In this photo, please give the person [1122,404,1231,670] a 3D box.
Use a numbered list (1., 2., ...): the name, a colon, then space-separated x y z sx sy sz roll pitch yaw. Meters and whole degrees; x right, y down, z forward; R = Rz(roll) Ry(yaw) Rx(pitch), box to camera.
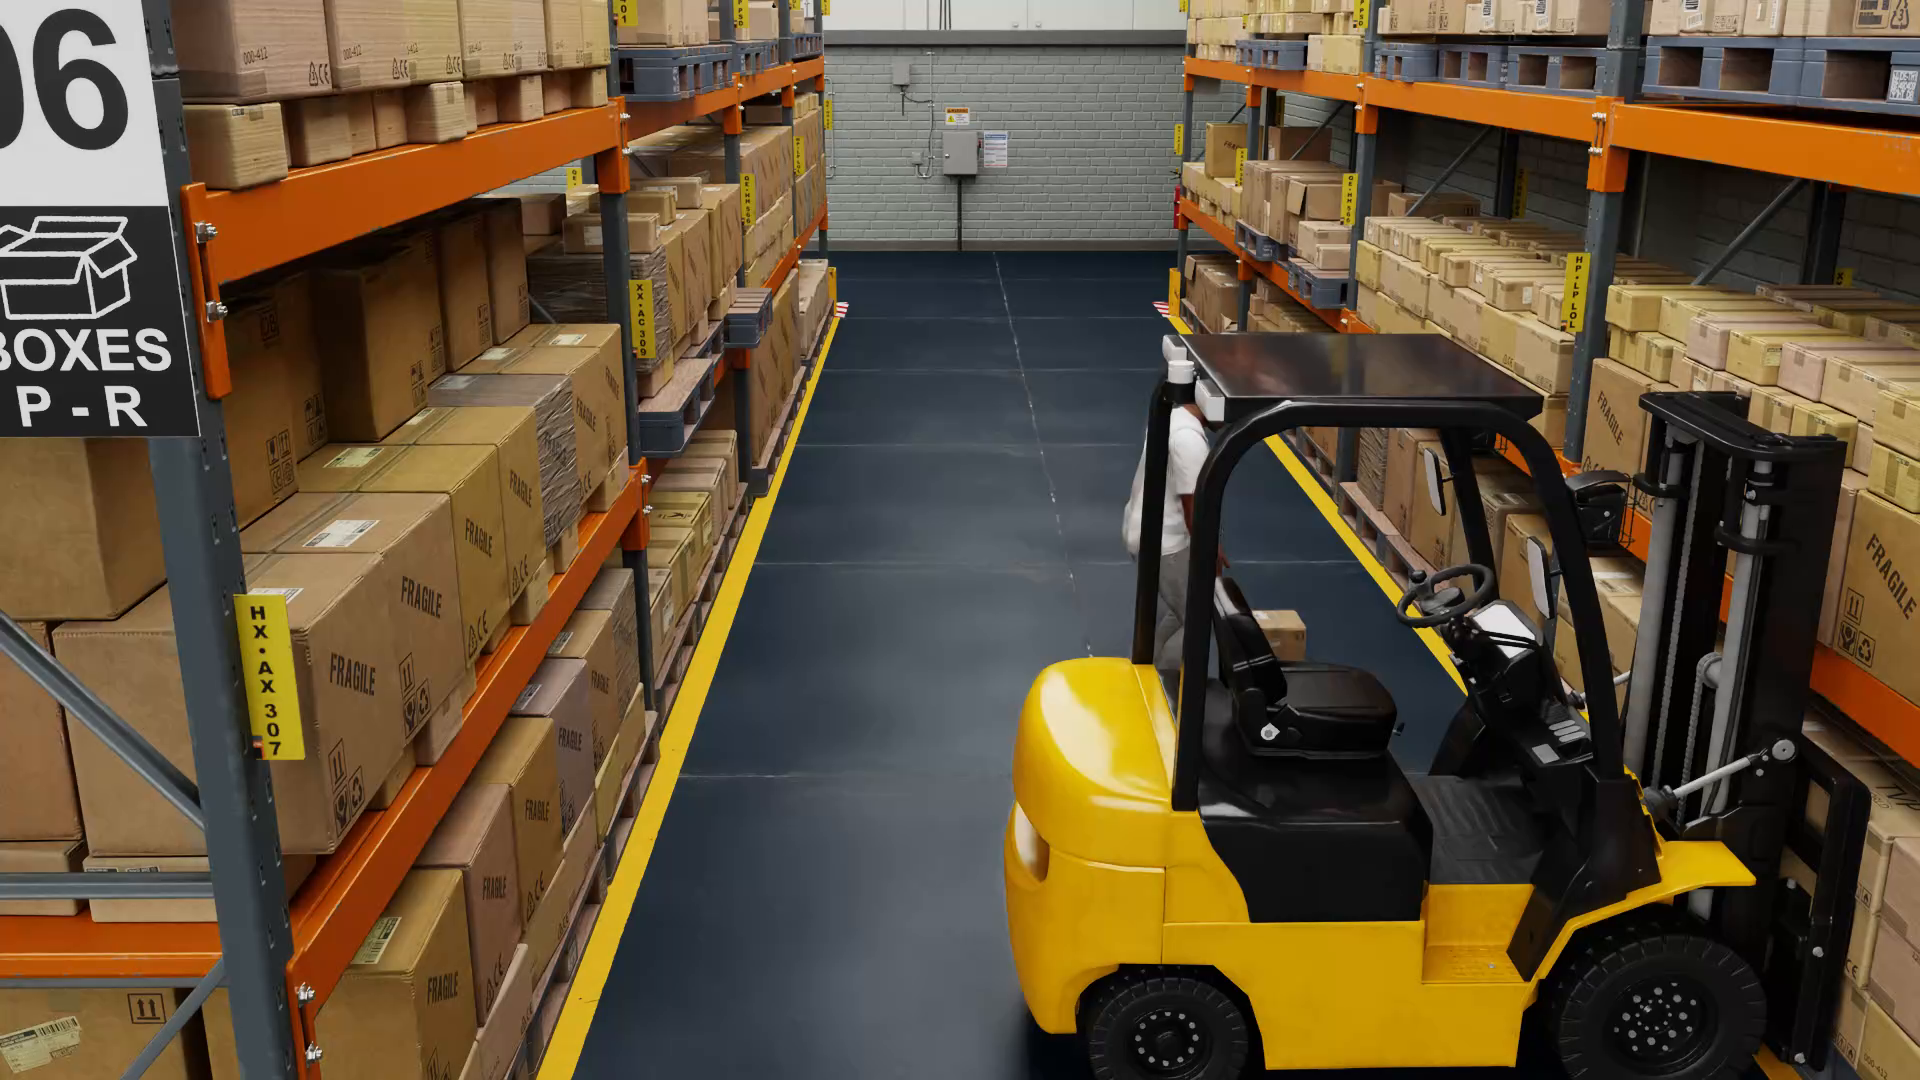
1. person: 1.029 0.005 7.687 0.554 1.651 0.610 0 17 0
